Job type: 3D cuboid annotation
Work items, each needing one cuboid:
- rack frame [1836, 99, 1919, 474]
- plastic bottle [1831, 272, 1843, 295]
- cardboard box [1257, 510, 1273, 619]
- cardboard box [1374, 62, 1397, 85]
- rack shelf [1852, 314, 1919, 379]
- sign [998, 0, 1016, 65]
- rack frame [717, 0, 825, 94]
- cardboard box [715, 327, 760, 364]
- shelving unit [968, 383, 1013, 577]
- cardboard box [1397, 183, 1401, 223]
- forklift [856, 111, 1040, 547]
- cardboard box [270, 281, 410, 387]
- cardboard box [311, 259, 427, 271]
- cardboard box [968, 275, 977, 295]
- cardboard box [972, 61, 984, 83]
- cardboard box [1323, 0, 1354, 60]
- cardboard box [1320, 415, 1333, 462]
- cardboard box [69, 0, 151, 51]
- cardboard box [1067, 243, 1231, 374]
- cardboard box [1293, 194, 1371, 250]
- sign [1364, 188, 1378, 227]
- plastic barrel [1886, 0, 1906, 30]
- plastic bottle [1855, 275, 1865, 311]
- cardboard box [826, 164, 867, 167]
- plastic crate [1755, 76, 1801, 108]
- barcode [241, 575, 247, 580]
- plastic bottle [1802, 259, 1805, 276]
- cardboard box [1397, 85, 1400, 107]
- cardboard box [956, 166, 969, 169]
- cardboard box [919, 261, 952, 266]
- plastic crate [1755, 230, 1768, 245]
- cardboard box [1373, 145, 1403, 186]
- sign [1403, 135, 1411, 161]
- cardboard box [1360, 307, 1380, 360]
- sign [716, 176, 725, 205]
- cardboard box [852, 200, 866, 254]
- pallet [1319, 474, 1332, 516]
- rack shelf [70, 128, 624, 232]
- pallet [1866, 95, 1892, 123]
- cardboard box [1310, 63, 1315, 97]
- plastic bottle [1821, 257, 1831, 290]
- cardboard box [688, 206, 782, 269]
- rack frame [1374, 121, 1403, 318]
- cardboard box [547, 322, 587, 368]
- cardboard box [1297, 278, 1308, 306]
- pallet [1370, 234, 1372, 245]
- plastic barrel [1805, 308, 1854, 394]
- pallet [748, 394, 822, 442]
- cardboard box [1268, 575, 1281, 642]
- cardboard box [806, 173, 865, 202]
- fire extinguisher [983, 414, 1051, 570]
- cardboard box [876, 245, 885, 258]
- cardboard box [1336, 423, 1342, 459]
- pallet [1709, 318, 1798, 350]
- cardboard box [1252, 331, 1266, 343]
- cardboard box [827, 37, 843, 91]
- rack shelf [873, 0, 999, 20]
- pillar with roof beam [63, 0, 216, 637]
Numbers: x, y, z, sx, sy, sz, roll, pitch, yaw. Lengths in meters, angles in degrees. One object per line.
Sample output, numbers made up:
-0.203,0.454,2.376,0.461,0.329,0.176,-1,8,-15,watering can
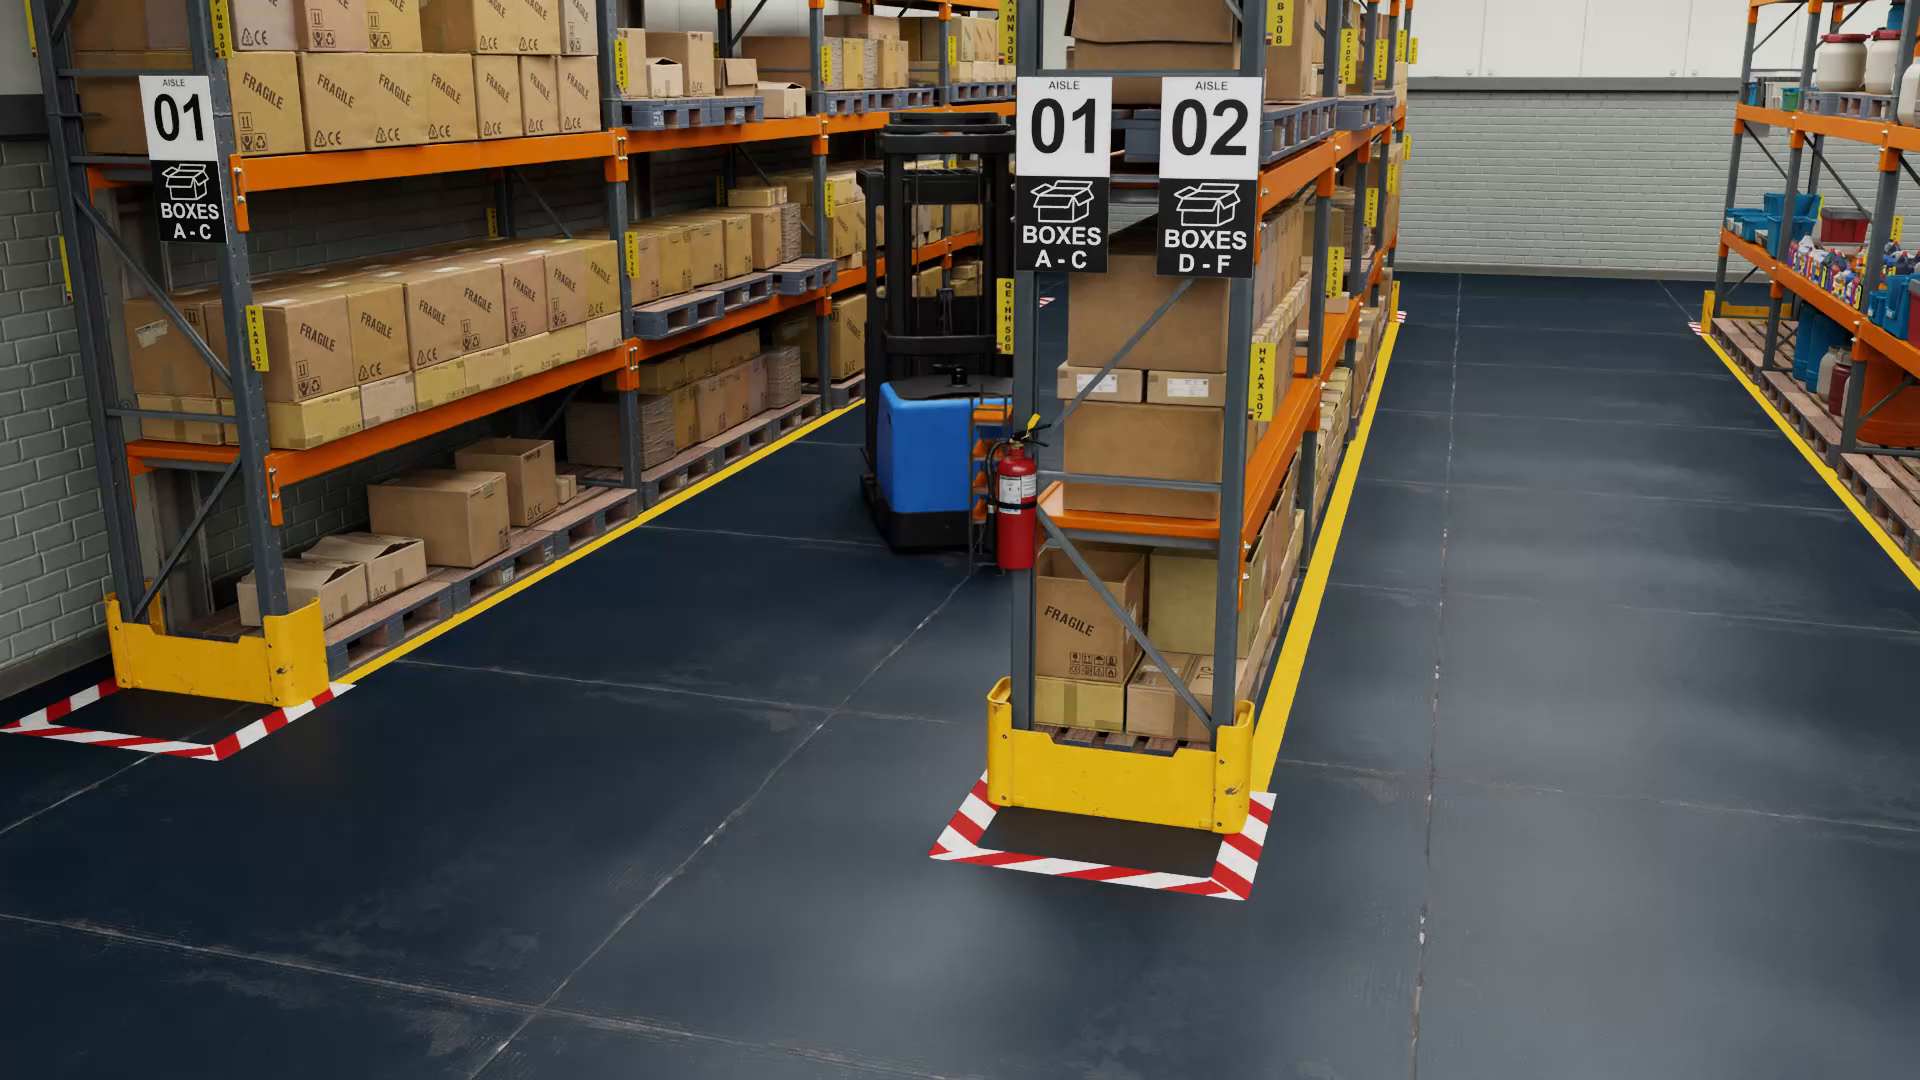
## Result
7.746,-1.955,13.225,1.000,3.000,0.127,5,16,16,rack frame
7.761,-2.266,14.685,0.097,0.201,0.097,0,16,0,plastic bottle
1.360,0.127,8.779,0.500,0.500,0.500,5,16,16,cardboard box
4.511,-5.106,18.196,0.500,0.250,0.500,5,16,16,cardboard box
7.177,-1.086,11.478,1.077,0.370,4.000,5,16,16,rack shelf
0.208,-2.124,6.845,0.100,0.325,0.005,5,16,16,sign
-1.753,-5.609,15.115,1.000,3.000,0.127,5,16,16,rack frame
-2.129,-1.756,14.925,0.500,0.250,0.500,5,17,17,cardboard box
0.217,-0.404,11.056,0.258,1.200,0.503,2,16,8,shelving unit
5.405,-4.343,21.461,0.500,0.500,0.500,5,17,18,cardboard box
-0.182,-1.719,12.519,1.130,2.935,3.031,-3,16,-9,forklift
-3.452,-1.159,9.281,0.500,0.500,0.500,5,16,16,cardboard box
-3.658,-1.467,10.367,0.500,0.500,0.500,5,17,17,cardboard box
-0.159,-3.088,21.031,0.700,0.500,0.500,4,16,15,cardboard box
-0.008,-5.683,20.195,0.500,0.250,0.500,4,16,15,cardboard box
3.128,-4.426,14.424,0.500,0.500,0.500,5,16,16,cardboard box
2.511,-0.797,12.386,0.500,0.311,0.500,4,16,14,cardboard box
-4.154,-2.745,8.462,0.500,0.500,0.500,5,17,18,cardboard box
0.884,-1.054,7.489,0.700,0.500,0.500,5,16,16,cardboard box
3.692,-3.170,16.555,0.700,0.500,0.500,1,16,2,cardboard box
3.531,-2.855,14.276,0.100,0.325,0.005,5,16,16,sign
8.544,-4.429,14.763,0.600,0.901,0.708,5,16,16,plastic barrel
7.452,-2.038,13.731,0.061,0.283,0.133,5,16,16,plastic bottle
-1.276,-3.962,18.163,0.500,0.250,0.500,4,16,14,cardboard box
9.322,-5.083,18.869,0.504,0.338,0.767,5,16,16,plastic crate
-4.122,0.237,9.600,0.001,0.075,0.075,5,16,16,barcode
8.167,-2.639,16.002,0.097,0.201,0.097,0,16,0,plastic bottle
4.799,-5.127,19.185,0.500,0.250,0.500,5,16,16,cardboard box
-0.036,-4.436,21.424,0.980,0.700,0.700,4,16,13,cardboard box
-0.315,-3.453,21.130,0.380,0.149,0.250,4,16,14,cardboard box
9.089,-3.382,18.631,0.293,0.136,0.466,5,16,16,plastic crate
5.266,-4.692,20.860,0.500,0.500,0.500,5,17,17,cardboard box
5.798,-5.094,21.590,0.100,0.325,0.005,5,16,16,sign
4.269,-2.244,18.020,0.500,0.500,0.500,5,16,16,cardboard box
-2.286,-3.322,15.924,0.100,0.325,0.005,5,16,16,sign
-1.212,-3.168,16.735,0.500,0.500,0.500,5,17,18,cardboard box
2.378,-0.468,13.093,1.003,0.211,1.213,5,16,16,pallet
-3.458,-2.251,10.088,1.077,0.370,4.000,5,16,16,rack shelf
8.057,-3.500,13.520,1.003,0.211,1.213,5,16,16,pallet
2.045,-3.027,11.013,0.500,0.250,0.500,6,17,22,cardboard box
7.867,-2.420,15.078,0.061,0.283,0.133,5,16,16,plastic bottle
-2.010,-2.711,14.901,0.700,0.500,0.500,3,16,11,cardboard box
5.271,-4.433,21.962,1.000,3.000,0.127,5,16,16,rack frame
-2.883,-1.337,11.285,0.500,0.250,0.500,5,17,16,cardboard box
1.989,-1.566,10.482,0.380,0.149,0.250,5,16,16,cardboard box
3.803,-3.094,17.591,1.003,0.211,1.213,5,16,16,pallet
8.510,-1.868,15.993,0.600,0.901,0.708,5,16,16,plastic barrel
-1.976,-1.177,15.594,1.003,0.211,1.213,5,16,16,pallet
1.518,0.358,9.338,0.500,0.250,0.500,5,16,16,cardboard box
-1.225,-3.524,16.618,0.500,0.250,0.500,4,16,15,cardboard box
0.245,-0.215,7.232,0.296,0.674,0.183,5,16,16,fire extinguisher
-1.012,-3.082,17.623,0.380,0.149,0.250,5,17,16,cardboard box
2.793,-0.796,13.409,0.500,0.250,0.500,5,17,17,cardboard box
9.748,-2.494,20.234,1.003,0.211,1.213,5,16,16,pallet
1.334,-0.963,8.357,0.380,0.149,0.250,4,16,14,cardboard box
-1.570,-4.700,16.417,0.700,0.500,0.500,4,16,13,cardboard box
-0.048,-6.641,20.802,1.077,0.370,4.000,5,16,16,rack shelf
-0.529,-3.433,7.441,9.100,9.000,0.400,5,16,16,pillar with roof beam
